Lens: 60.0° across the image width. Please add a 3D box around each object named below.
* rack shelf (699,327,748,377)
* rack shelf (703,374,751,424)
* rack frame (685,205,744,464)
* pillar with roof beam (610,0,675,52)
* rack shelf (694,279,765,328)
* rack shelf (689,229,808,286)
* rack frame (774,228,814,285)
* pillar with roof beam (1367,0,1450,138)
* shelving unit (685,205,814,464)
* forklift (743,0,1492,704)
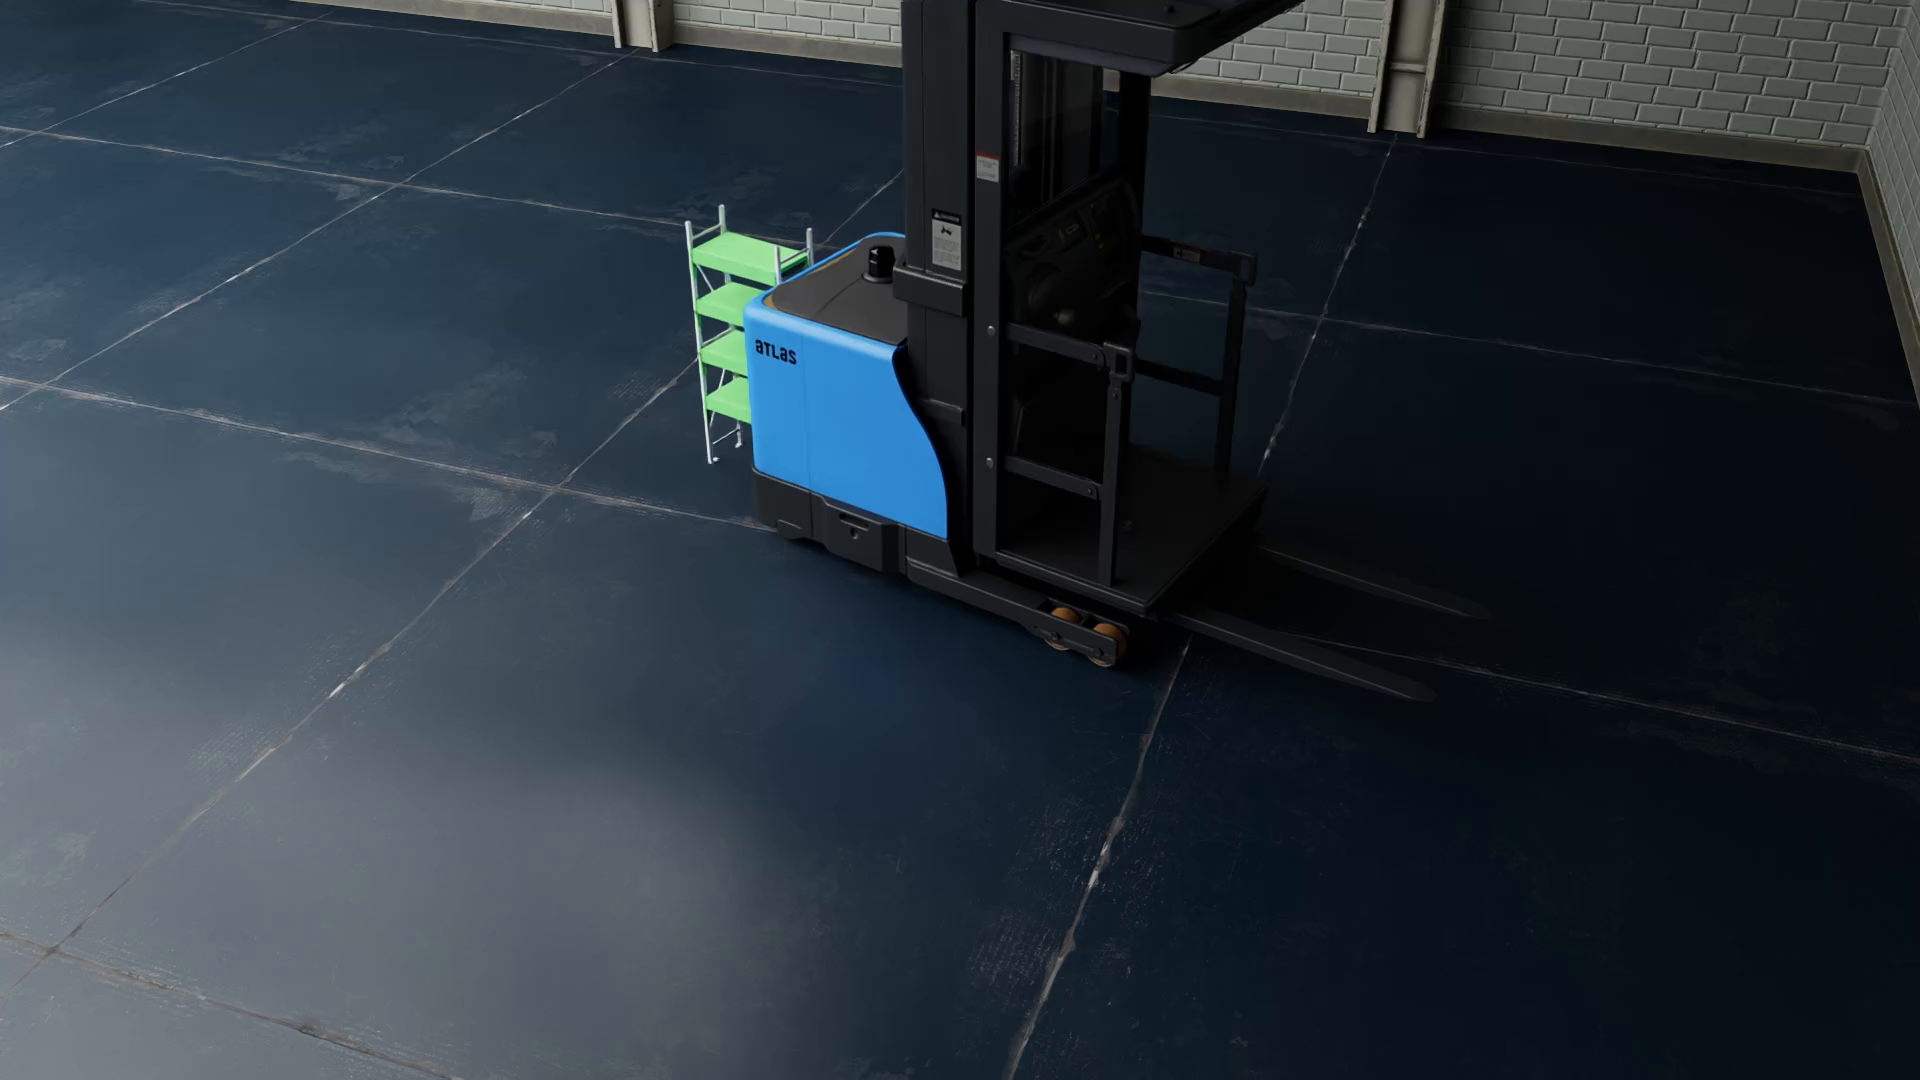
[{"bbox_3d":[-0.906,-0.790,7.485,0.480,0.148,0.258,20,38,28],"label":"rack shelf"},{"bbox_3d":[-0.906,-0.589,7.615,0.480,0.148,0.258,20,38,28],"label":"rack shelf"},{"bbox_3d":[-1.109,-0.917,7.564,0.015,1.200,0.240,20,38,28],"label":"rack frame"},{"bbox_3d":[-3.996,-5.595,7.619,0.400,9.000,9.100,11,34,16],"label":"pillar with roof beam"},{"bbox_3d":[-0.906,-0.992,7.355,0.480,0.148,0.258,20,38,28],"label":"rack shelf"},{"bbox_3d":[-0.907,-1.194,7.225,0.480,0.148,0.258,20,38,28],"label":"rack shelf"},{"bbox_3d":[-0.703,-0.771,7.337,0.015,1.200,0.240,20,38,28],"label":"rack frame"},{"bbox_3d":[1.653,-4.497,5.918,0.400,9.000,9.100,11,34,16],"label":"pillar with roof beam"},{"bbox_3d":[-0.906,-0.844,7.451,0.503,1.200,0.258,20,38,28],"label":"shelving unit"},{"bbox_3d":[0.607,-1.067,6.201,3.031,2.935,1.130,20,38,28],"label":"forklift"}]
